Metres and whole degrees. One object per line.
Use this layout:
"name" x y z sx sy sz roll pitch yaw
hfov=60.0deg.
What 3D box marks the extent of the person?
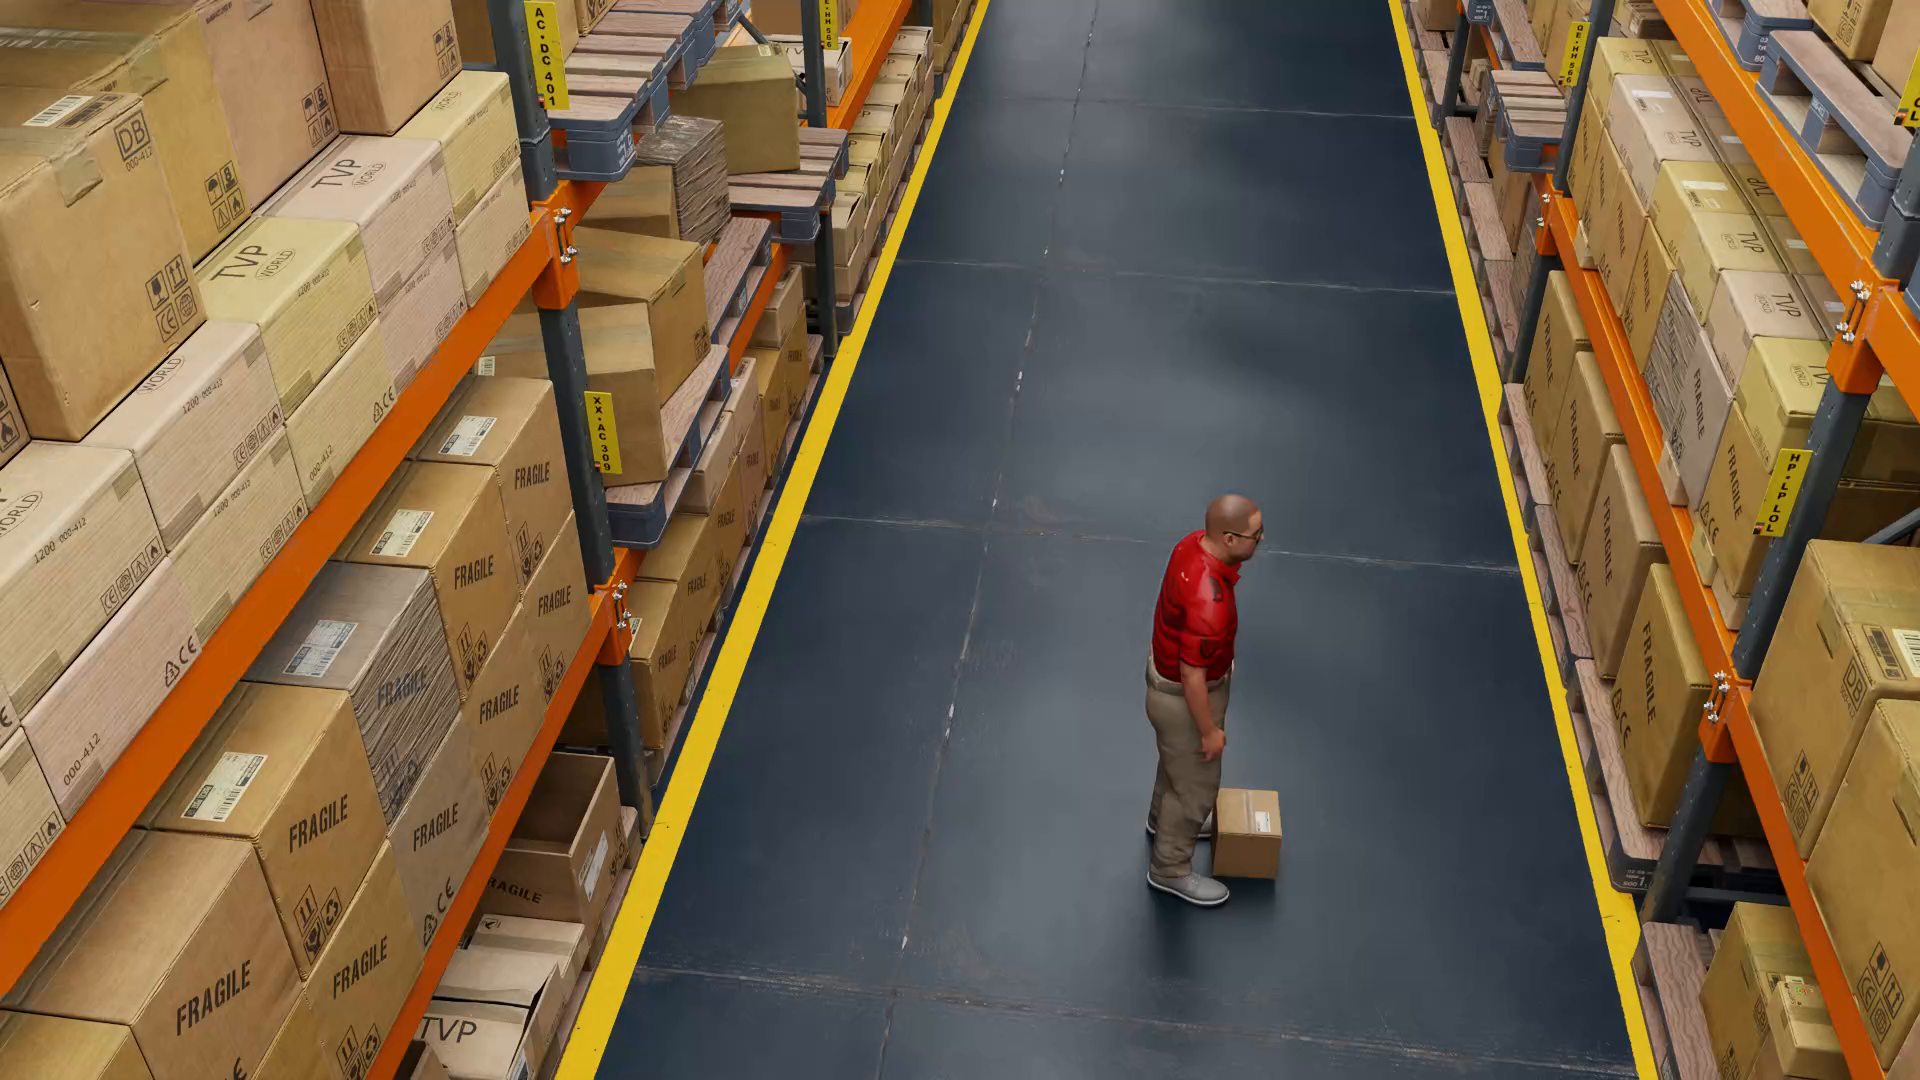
"person" 0.893 0.565 6.272 0.383 1.727 0.601 3 36 4
